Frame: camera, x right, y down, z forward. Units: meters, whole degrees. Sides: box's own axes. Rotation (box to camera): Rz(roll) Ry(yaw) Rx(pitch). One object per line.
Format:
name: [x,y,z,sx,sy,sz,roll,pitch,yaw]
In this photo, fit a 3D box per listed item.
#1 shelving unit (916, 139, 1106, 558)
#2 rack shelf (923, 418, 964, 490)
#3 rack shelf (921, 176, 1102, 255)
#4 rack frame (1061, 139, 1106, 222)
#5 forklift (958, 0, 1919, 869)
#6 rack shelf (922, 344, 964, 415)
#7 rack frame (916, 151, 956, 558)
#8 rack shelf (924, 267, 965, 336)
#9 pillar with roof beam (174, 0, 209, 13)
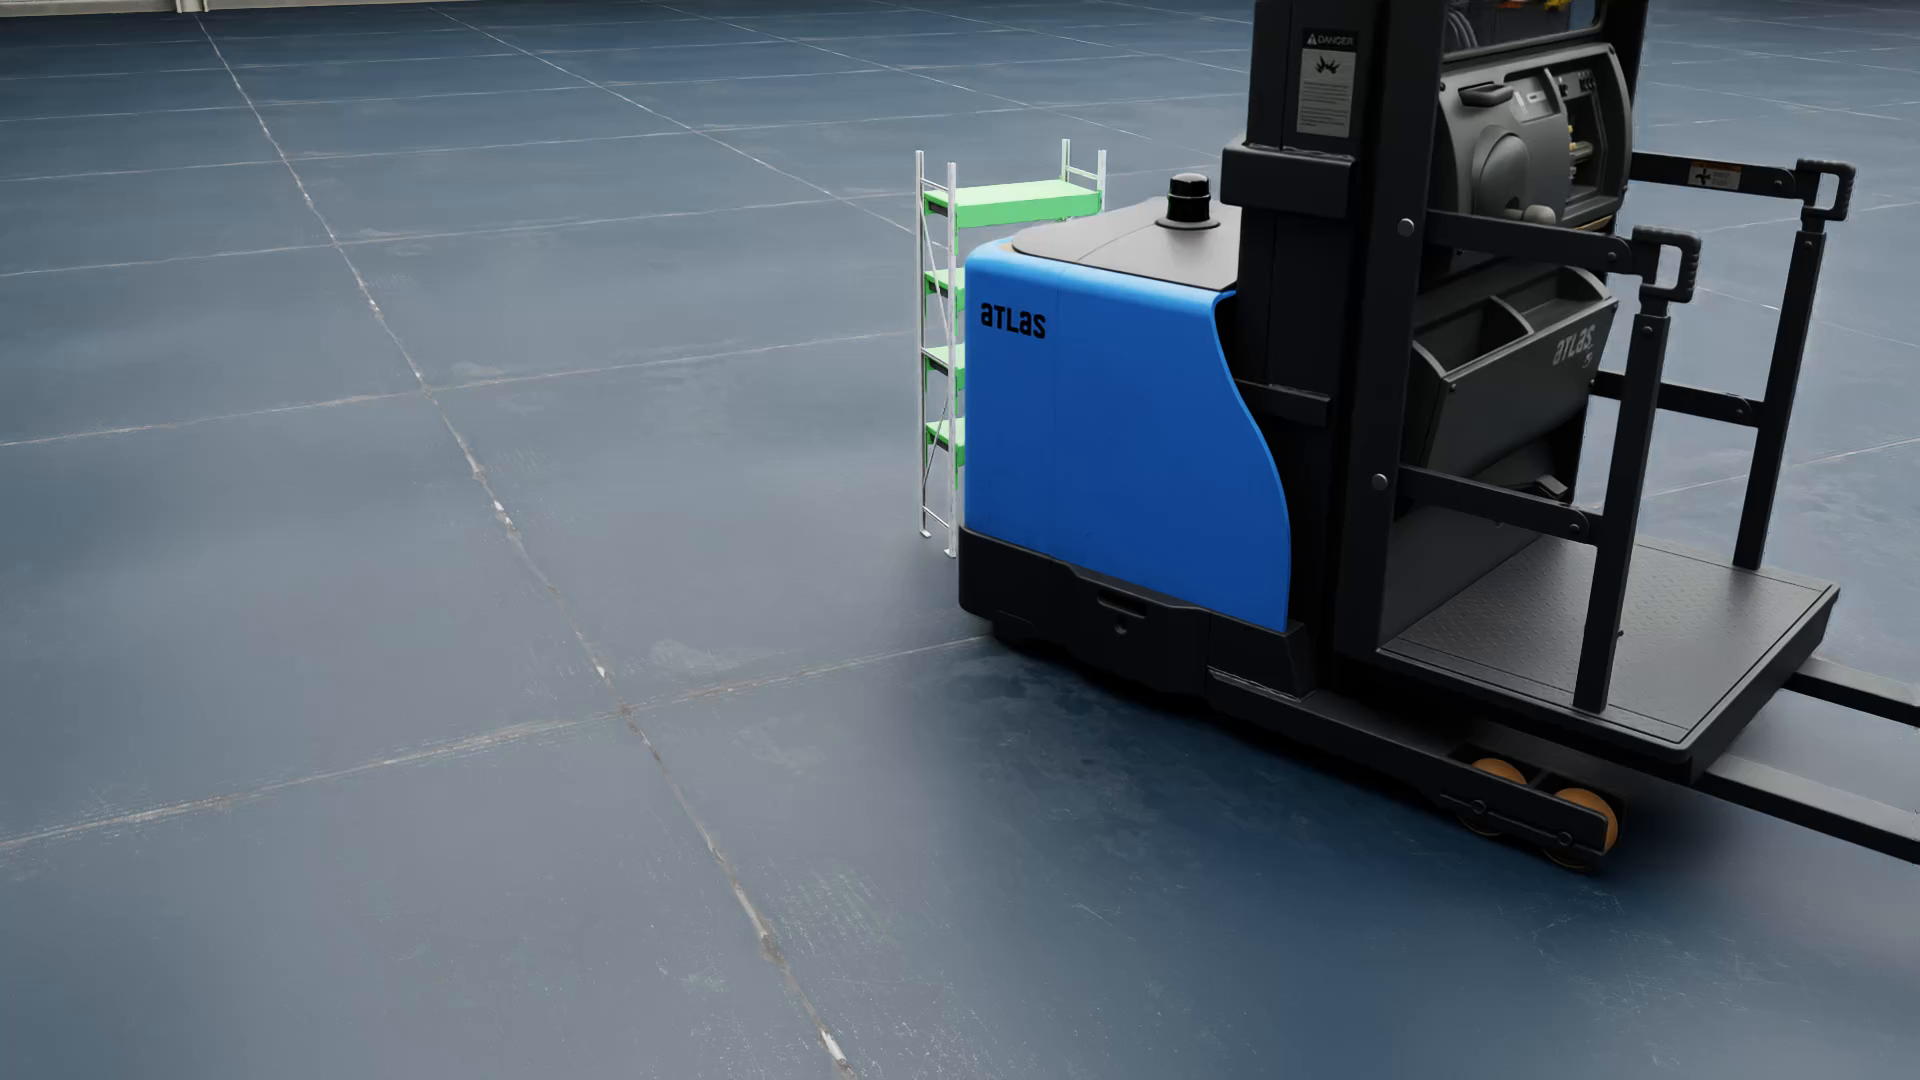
shelving unit: [0.149,-0.582,5.087,0.503,1.200,0.258,-10,25,-24]
rack shelf: [0.149,-0.301,5.203,0.480,0.148,0.258,-10,25,-24]
rack shelf: [0.149,-0.966,4.928,0.480,0.148,0.258,-10,25,-24]
rack frame: [0.369,-0.622,5.185,0.015,1.200,0.240,-10,25,-24]
forklift: [1.436,-0.880,3.544,3.031,2.935,1.130,19,29,38]
rack shelf: [0.149,-0.523,5.111,0.480,0.148,0.258,-10,25,-24]
rack frame: [-0.071,-0.541,4.989,0.015,1.200,0.240,-10,25,-24]
rack shelf: [0.149,-0.745,5.019,0.480,0.148,0.258,-10,25,-24]
pillar with roof beam: [-8.596,-9.886,17.366,0.400,9.000,9.100,-10,25,-24]
